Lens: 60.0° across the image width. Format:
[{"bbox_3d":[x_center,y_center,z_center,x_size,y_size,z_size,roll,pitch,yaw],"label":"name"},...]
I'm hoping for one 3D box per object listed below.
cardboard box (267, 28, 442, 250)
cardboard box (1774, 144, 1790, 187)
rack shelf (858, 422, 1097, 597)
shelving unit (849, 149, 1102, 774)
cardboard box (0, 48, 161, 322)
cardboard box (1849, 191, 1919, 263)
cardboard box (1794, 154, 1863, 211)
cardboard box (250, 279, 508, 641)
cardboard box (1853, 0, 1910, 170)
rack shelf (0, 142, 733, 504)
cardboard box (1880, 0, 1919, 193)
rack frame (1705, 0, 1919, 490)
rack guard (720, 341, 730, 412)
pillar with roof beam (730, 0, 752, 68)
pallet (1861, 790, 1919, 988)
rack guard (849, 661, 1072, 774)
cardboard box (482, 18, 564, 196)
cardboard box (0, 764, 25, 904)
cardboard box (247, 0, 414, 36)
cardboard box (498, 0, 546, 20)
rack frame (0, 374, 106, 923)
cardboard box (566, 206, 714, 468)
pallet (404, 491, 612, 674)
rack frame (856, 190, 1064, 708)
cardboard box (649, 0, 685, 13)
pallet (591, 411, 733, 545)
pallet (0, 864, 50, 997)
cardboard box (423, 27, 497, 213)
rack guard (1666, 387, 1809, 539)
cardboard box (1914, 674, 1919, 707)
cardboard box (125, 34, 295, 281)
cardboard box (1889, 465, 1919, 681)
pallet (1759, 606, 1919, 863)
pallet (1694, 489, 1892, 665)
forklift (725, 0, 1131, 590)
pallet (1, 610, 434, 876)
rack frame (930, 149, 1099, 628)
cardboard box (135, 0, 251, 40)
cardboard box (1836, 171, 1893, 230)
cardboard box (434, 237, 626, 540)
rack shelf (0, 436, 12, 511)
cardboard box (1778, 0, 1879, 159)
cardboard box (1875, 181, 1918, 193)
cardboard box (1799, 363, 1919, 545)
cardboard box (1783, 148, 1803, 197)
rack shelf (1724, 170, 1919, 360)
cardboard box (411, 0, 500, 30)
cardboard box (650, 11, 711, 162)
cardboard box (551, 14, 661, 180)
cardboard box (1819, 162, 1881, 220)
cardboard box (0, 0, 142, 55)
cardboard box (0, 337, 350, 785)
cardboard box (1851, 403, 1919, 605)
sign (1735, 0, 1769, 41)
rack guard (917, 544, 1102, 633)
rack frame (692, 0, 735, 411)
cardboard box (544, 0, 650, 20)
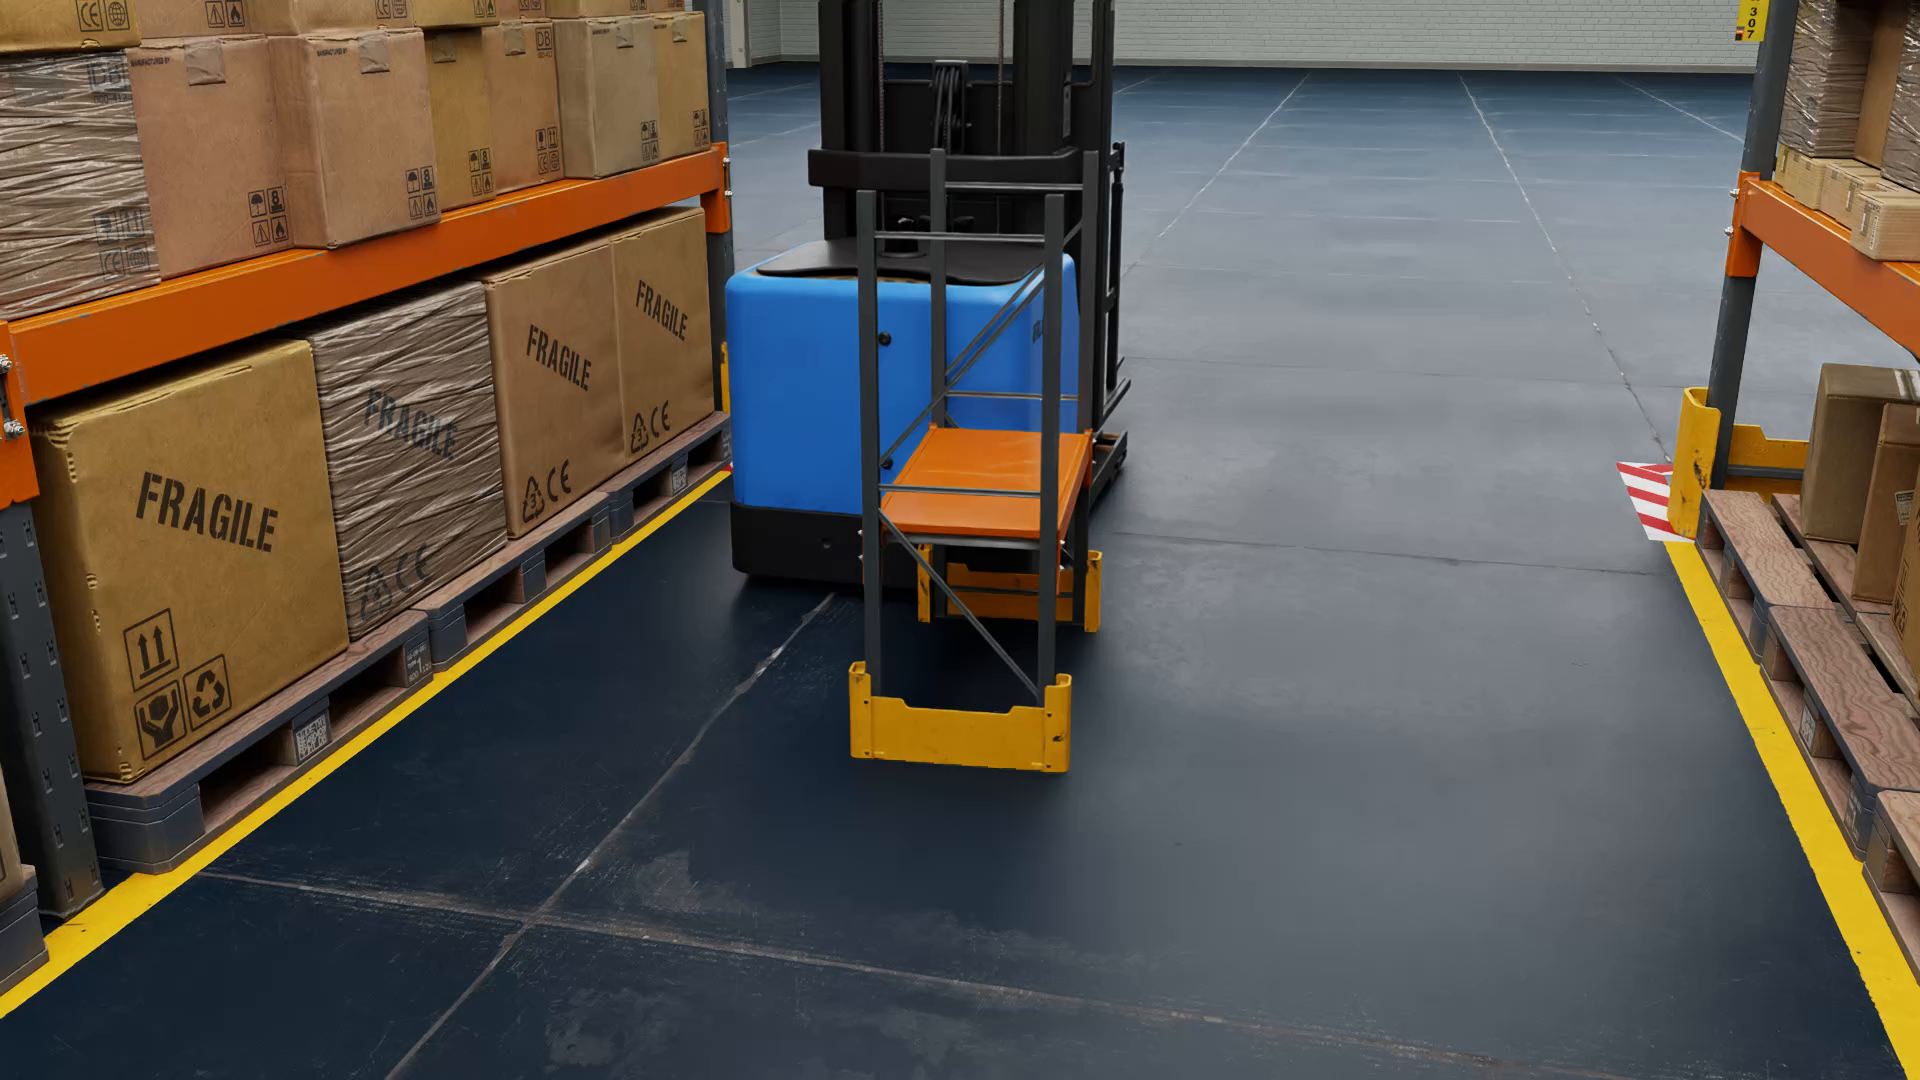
[{"bbox_3d":[-2.019,-1.149,4.679,0.875,0.550,0.550,5,19,13],"label":"cardboard box"},{"bbox_3d":[3.005,-1.268,5.648,0.380,0.149,0.250,5,19,13],"label":"cardboard box"},{"bbox_3d":[0.079,-0.113,4.753,0.538,0.185,1.000,3,19,9],"label":"rack shelf"},{"bbox_3d":[0.078,-0.280,4.687,0.587,1.500,1.083,3,19,9],"label":"shelving unit"},{"bbox_3d":[-2.378,-0.815,3.700,0.875,0.550,0.550,5,19,13],"label":"cardboard box"},{"bbox_3d":[2.545,-0.806,4.294,0.380,0.149,0.250,5,19,13],"label":"cardboard box"},{"bbox_3d":[2.850,-1.114,5.198,0.380,0.149,0.250,5,19,13],"label":"cardboard box"},{"bbox_3d":[-2.018,-0.295,5.048,0.875,0.875,0.875,5,19,14],"label":"cardboard box"},{"bbox_3d":[3.139,-1.309,4.765,0.875,0.500,0.500,5,19,13],"label":"cardboard box"},{"bbox_3d":[-1.968,-0.914,5.335,1.077,0.370,4.000,5,19,13],"label":"rack shelf"},{"bbox_3d":[2.975,-1.156,4.316,0.875,0.500,0.500,5,19,13],"label":"cardboard box"},{"bbox_3d":[3.306,-1.458,5.814,1.000,3.000,0.127,5,19,13],"label":"rack frame"},{"bbox_3d":[-1.473,-0.706,7.480,1.175,0.500,0.348,5,19,13],"label":"rack guard"},{"bbox_3d":[-0.657,-14.386,34.383,9.100,9.000,0.400,5,19,13],"label":"pillar with roof beam"},{"bbox_3d":[2.459,0.902,3.219,1.003,0.211,1.213,5,19,13],"label":"pallet"},{"bbox_3d":[-0.001,0.471,4.423,0.587,0.250,0.087,3,19,9],"label":"rack guard"},{"bbox_3d":[-1.897,-1.492,5.684,0.875,0.550,0.550,5,19,13],"label":"cardboard box"},{"bbox_3d":[-2.521,0.440,3.089,1.050,0.750,0.750,5,19,13],"label":"cardboard box"},{"bbox_3d":[-2.046,-1.662,4.510,0.875,0.550,0.550,5,19,13],"label":"cardboard box"},{"bbox_3d":[-1.921,-2.005,5.515,0.875,0.550,0.550,5,19,13],"label":"cardboard box"},{"bbox_3d":[-2.456,-0.627,3.383,1.000,3.000,0.127,5,19,13],"label":"rack frame"},{"bbox_3d":[-1.580,-0.856,6.692,0.875,0.875,0.875,5,19,14],"label":"cardboard box"},{"bbox_3d":[-1.898,0.077,5.637,1.003,0.211,1.213,5,19,13],"label":"pallet"},{"bbox_3d":[-0.001,-0.121,4.220,0.500,1.500,0.032,3,19,9],"label":"rack frame"},{"bbox_3d":[-1.607,-2.350,6.523,0.875,0.550,0.550,5,19,13],"label":"cardboard box"},{"bbox_3d":[-1.598,-0.305,6.753,1.003,0.211,1.213,5,19,13],"label":"pallet"},{"bbox_3d":[-2.572,0.940,3.108,1.003,0.211,1.213,5,19,13],"label":"pallet"},{"bbox_3d":[-1.987,-1.323,5.188,0.875,0.550,0.500,5,19,13],"label":"cardboard box"},{"bbox_3d":[3.288,-0.251,6.149,1.175,0.500,0.348,5,19,13],"label":"rack guard"},{"bbox_3d":[2.673,0.277,3.953,0.500,0.500,0.500,3,19,9],"label":"cardboard box"},{"bbox_3d":[-2.265,-0.989,4.210,0.875,0.550,0.550,5,19,13],"label":"cardboard box"},{"bbox_3d":[2.853,0.106,4.455,0.500,0.500,0.500,7,20,18],"label":"cardboard box"},{"bbox_3d":[2.755,0.519,4.342,1.003,0.211,1.213,5,19,13],"label":"pallet"},{"bbox_3d":[3.055,0.138,5.458,1.003,0.211,1.213,5,19,13],"label":"pallet"},{"bbox_3d":[0.087,-1.641,6.457,1.130,2.935,3.031,5,19,14],"label":"forklift"},{"bbox_3d":[-2.194,0.460,4.514,1.003,0.211,1.213,5,19,13],"label":"pallet"},{"bbox_3d":[0.160,-0.445,5.170,0.500,1.500,0.032,3,19,9],"label":"rack frame"},{"bbox_3d":[-2.311,-1.504,4.047,0.875,0.550,0.550,5,19,13],"label":"cardboard box"},{"bbox_3d":[2.741,-0.956,4.736,0.380,0.149,0.250,5,19,13],"label":"cardboard box"},{"bbox_3d":[-1.793,-0.581,5.884,0.875,0.875,0.875,4,19,13],"label":"cardboard box"},{"bbox_3d":[-2.945,0.340,1.664,1.077,0.370,4.000,5,19,13],"label":"rack shelf"},{"bbox_3d":[3.145,-1.475,5.252,0.875,0.500,0.500,5,19,13],"label":"cardboard box"},{"bbox_3d":[2.706,-0.876,4.500,0.380,0.149,0.250,5,19,13],"label":"cardboard box"},{"bbox_3d":[3.137,-0.279,5.581,0.500,0.500,0.500,9,21,23],"label":"cardboard box"},{"bbox_3d":[2.926,-1.191,5.423,0.380,0.149,0.250,5,19,13],"label":"cardboard box"},{"bbox_3d":[2.817,-0.490,4.095,1.077,0.370,4.000,5,19,13],"label":"rack shelf"},{"bbox_3d":[-1.924,-1.829,4.999,0.875,0.550,0.500,5,19,13],"label":"cardboard box"},{"bbox_3d":[-1.526,-1.832,6.679,0.875,0.550,0.550,5,19,13],"label":"cardboard box"},{"bbox_3d":[-1.639,-1.658,6.169,0.875,0.550,0.550,5,19,13],"label":"cardboard box"},{"bbox_3d":[2.809,-1.034,4.963,0.380,0.149,0.250,5,19,13],"label":"cardboard box"},{"bbox_3d":[-2.333,-1.322,3.515,0.875,0.550,0.550,5,19,13],"label":"cardboard box"},{"bbox_3d":[-2.235,-0.012,4.220,0.875,0.875,0.875,5,19,14],"label":"cardboard box"},{"bbox_3d":[3.024,-0.089,5.025,0.500,0.500,0.500,10,21,28],"label":"cardboard box"},{"bbox_3d":[2.780,-1.910,5.800,0.100,0.325,0.005,5,19,13],"label":"sign"},{"bbox_3d":[0.157,0.153,5.354,0.587,0.250,0.087,3,19,9],"label":"rack guard"},{"bbox_3d":[-1.479,-1.881,7.054,1.000,3.000,0.127,5,19,13],"label":"rack frame"},{"bbox_3d":[-1.652,-2.170,5.997,0.875,0.550,0.550,5,19,13],"label":"cardboard box"}]
